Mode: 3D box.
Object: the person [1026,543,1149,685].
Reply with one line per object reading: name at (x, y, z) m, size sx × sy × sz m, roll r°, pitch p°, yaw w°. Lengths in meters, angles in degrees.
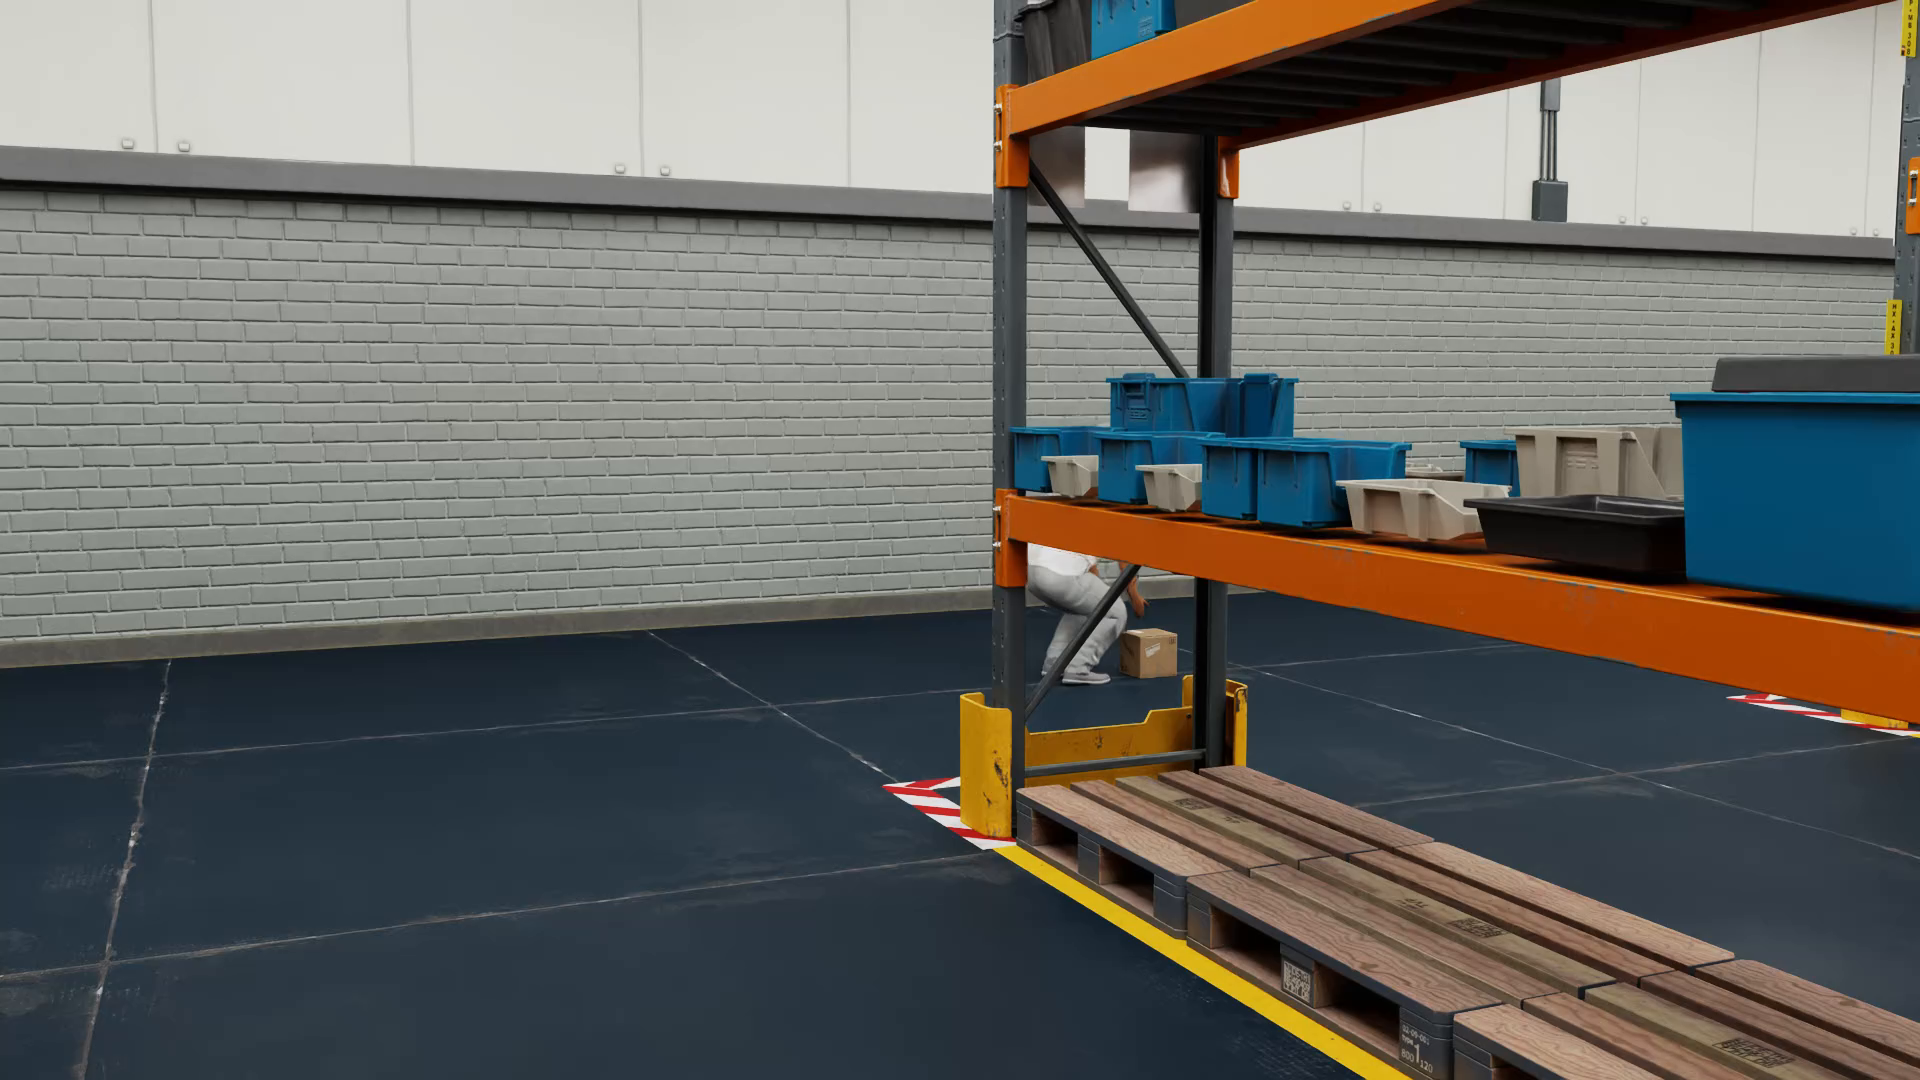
person at (0.728, 0.215, 9.688) m, size 0.807 × 1.207 × 0.538 m, roll -2°, pitch 6°, yaw -24°
